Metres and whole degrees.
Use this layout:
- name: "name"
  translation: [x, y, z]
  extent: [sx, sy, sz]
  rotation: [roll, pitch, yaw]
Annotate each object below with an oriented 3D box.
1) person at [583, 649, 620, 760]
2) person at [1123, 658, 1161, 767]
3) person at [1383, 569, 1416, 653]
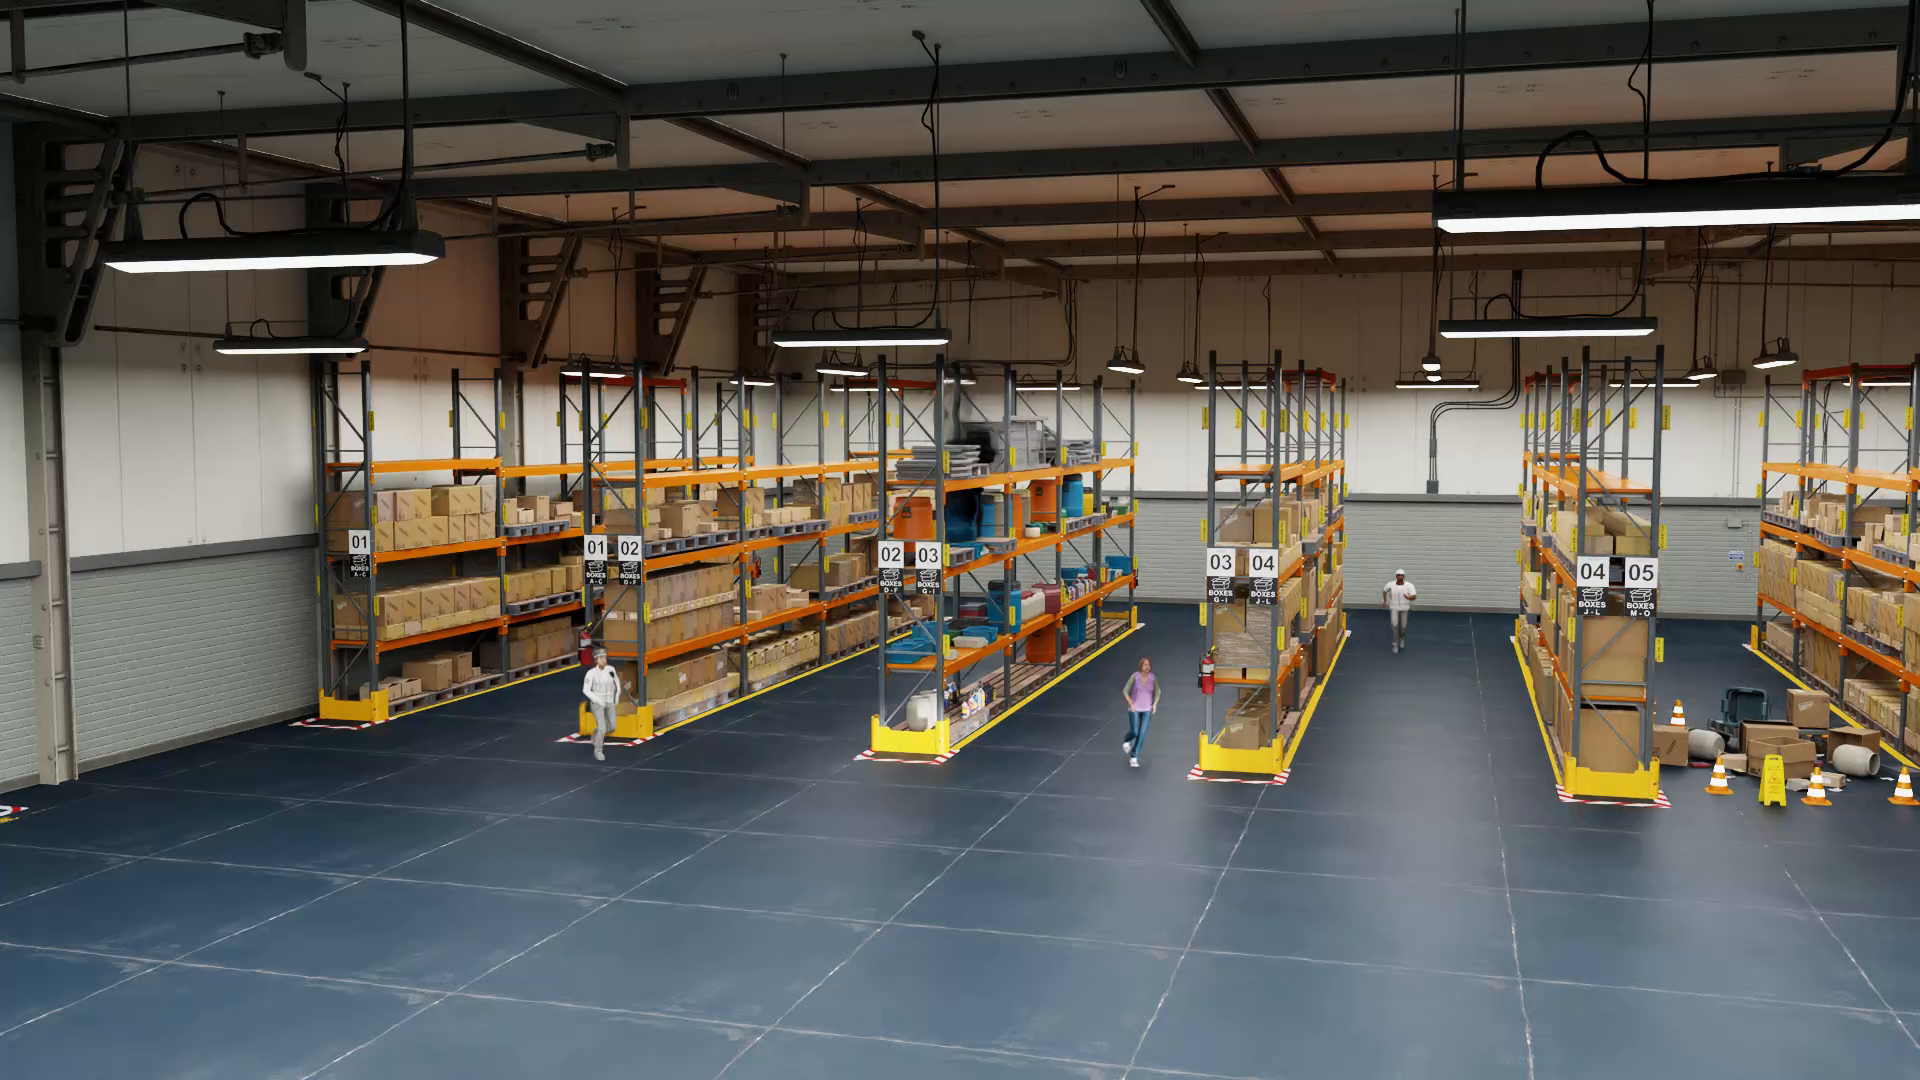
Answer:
- name: "person"
  translation: [-5.296, 2.425, 24.668]
  extent: [0.641, 1.666, 0.623]
  rotation: [-3, 5, -37]
- name: "person"
  translation: [2.667, 2.497, 24.375]
  extent: [0.561, 1.567, 0.601]
  rotation: [0, 4, -7]
- name: "person"
  translation: [9.530, 1.515, 36.061]
  extent: [0.692, 1.781, 0.922]
  rotation: [1, 4, 12]
